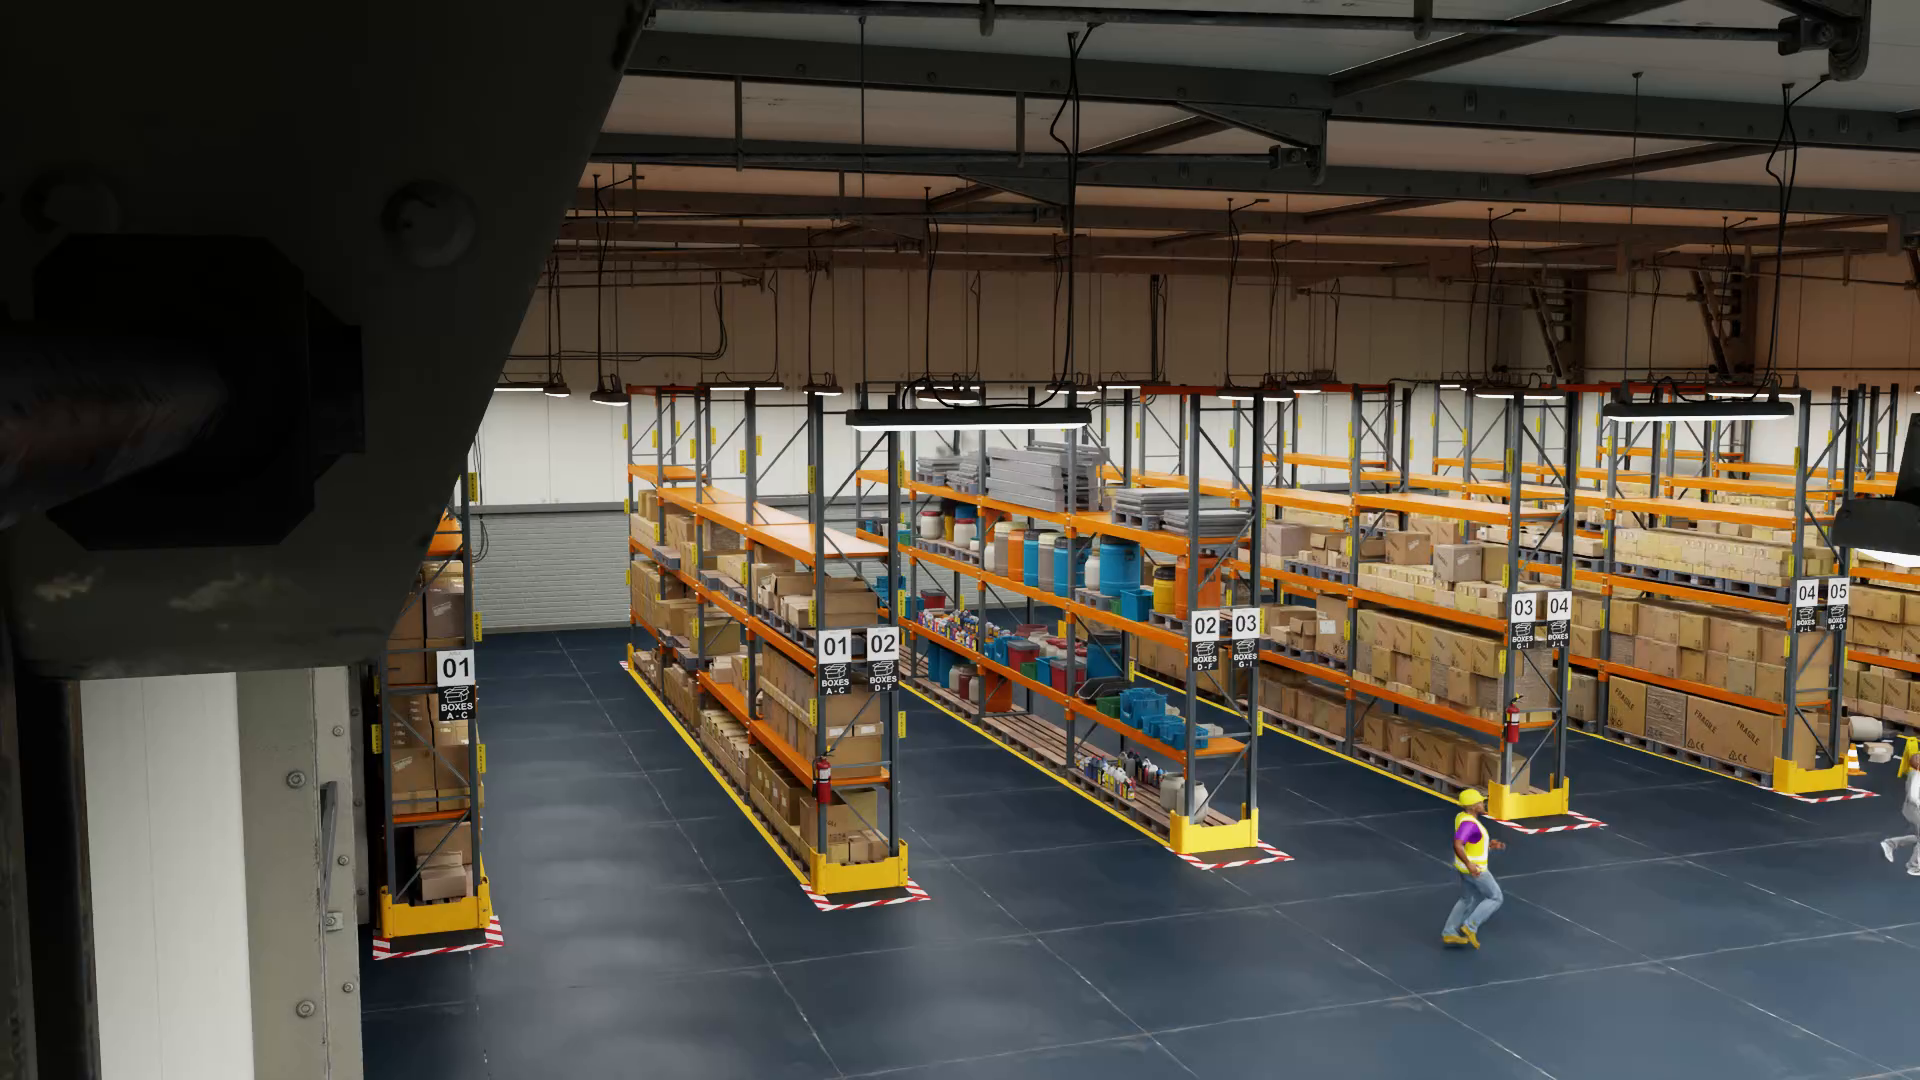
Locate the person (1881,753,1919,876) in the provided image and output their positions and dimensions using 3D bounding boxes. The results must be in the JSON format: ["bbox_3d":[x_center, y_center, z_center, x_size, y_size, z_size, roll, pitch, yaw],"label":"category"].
[{"bbox_3d":[11.861,3.423,20.774,0.575,1.540,0.583,3,6,24],"label":"person"}]

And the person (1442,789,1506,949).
[{"bbox_3d":[5.622,3.580,18.141,0.673,1.742,0.676,0,6,1],"label":"person"}]
